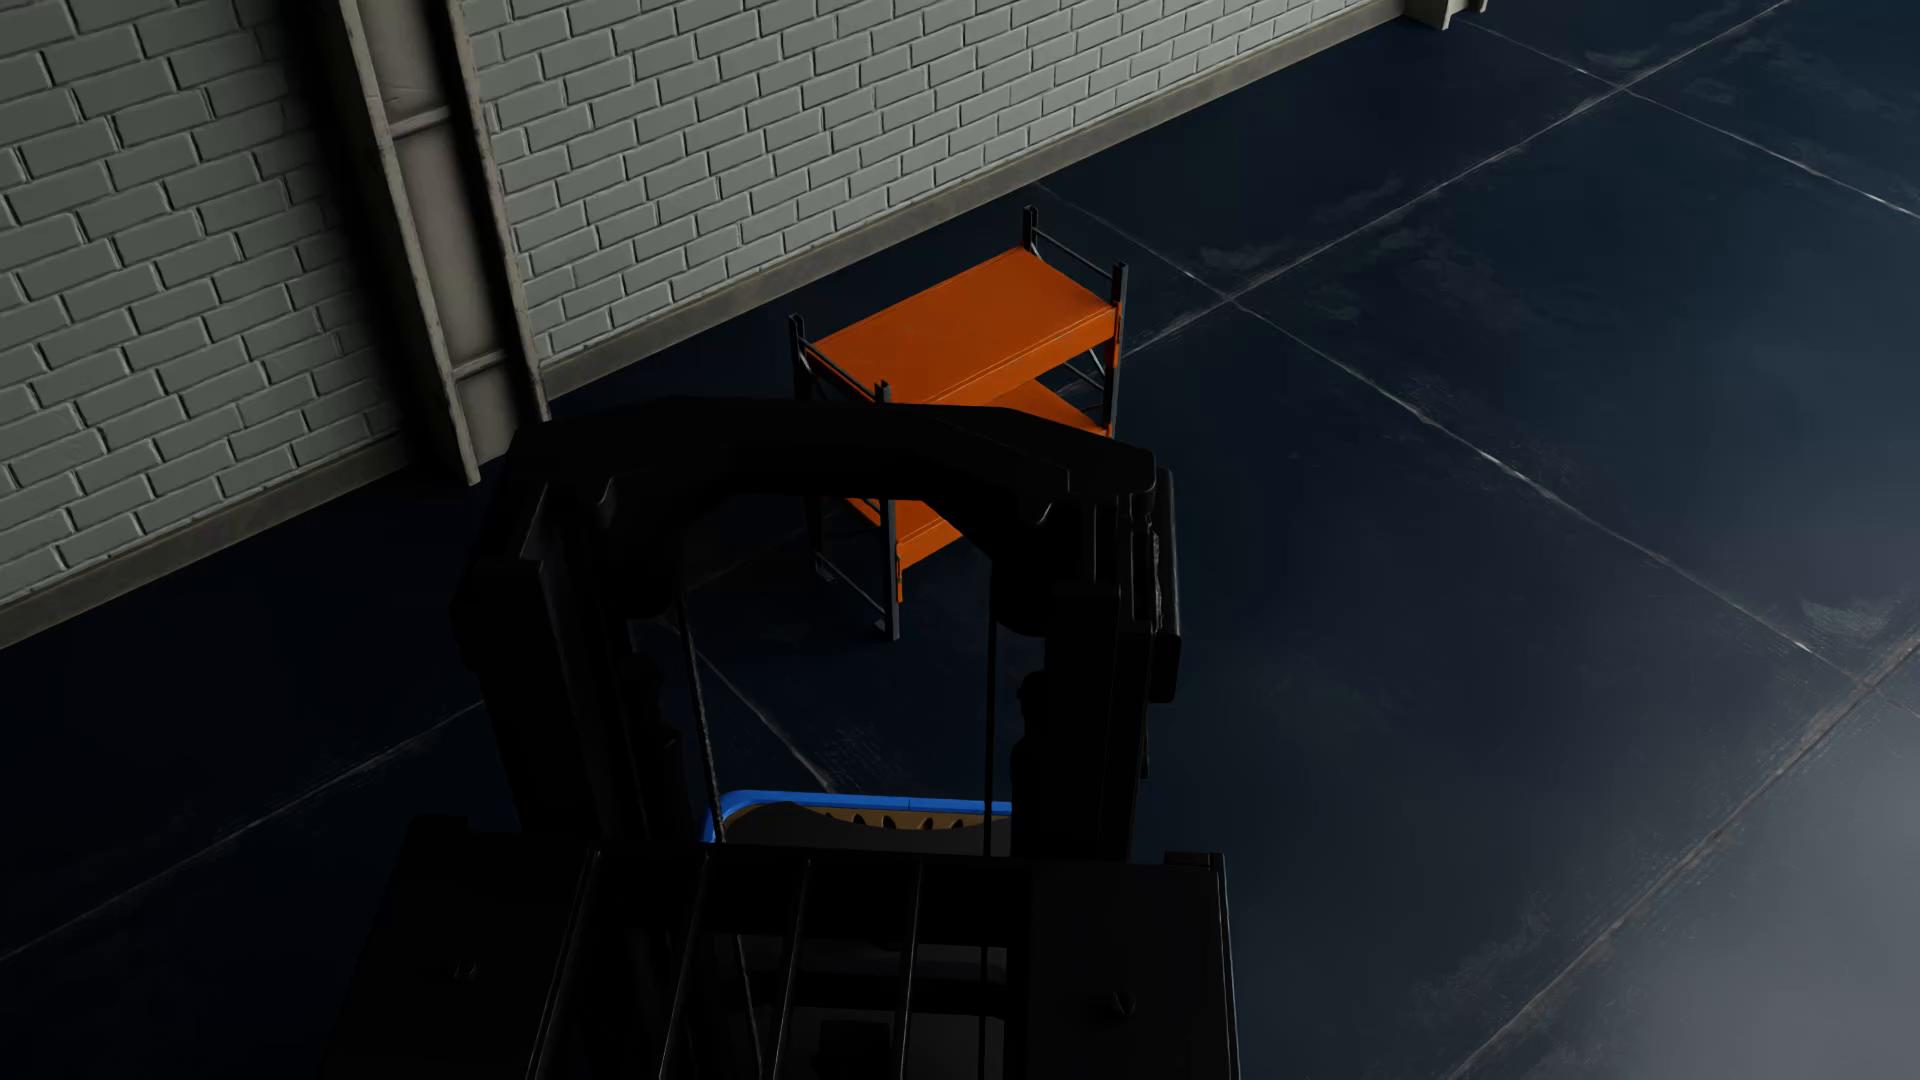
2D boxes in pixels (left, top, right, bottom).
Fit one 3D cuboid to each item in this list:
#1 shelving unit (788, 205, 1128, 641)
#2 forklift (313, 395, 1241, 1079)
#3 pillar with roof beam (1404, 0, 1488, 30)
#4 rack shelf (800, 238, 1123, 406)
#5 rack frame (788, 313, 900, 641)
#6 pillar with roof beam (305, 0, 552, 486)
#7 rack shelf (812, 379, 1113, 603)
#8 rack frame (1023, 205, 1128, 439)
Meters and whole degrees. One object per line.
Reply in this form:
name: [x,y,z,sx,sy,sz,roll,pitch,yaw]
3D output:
shelving unit: [0.005,-0.413,5.868,1.048,1.125,0.538,-30,51,-28]
forklift: [-0.211,1.345,2.677,1.130,2.935,3.031,2,43,2]
pillar with roof beam: [5.505,-4.029,3.966,0.400,9.000,9.100,-30,51,-28]
rack shelf: [0.005,-0.626,5.668,1.000,0.278,0.538,-30,51,-28]
rack frame: [-0.385,-0.190,5.630,0.032,1.125,0.500,-30,51,-28]
pillar with roof beam: [0.902,-1.393,1.160,0.400,9.000,9.100,-30,51,-28]
rack shelf: [0.005,-0.235,6.035,1.000,0.278,0.538,-30,51,-28]
rack frame: [0.395,-0.636,6.106,0.032,1.125,0.500,-30,51,-28]
